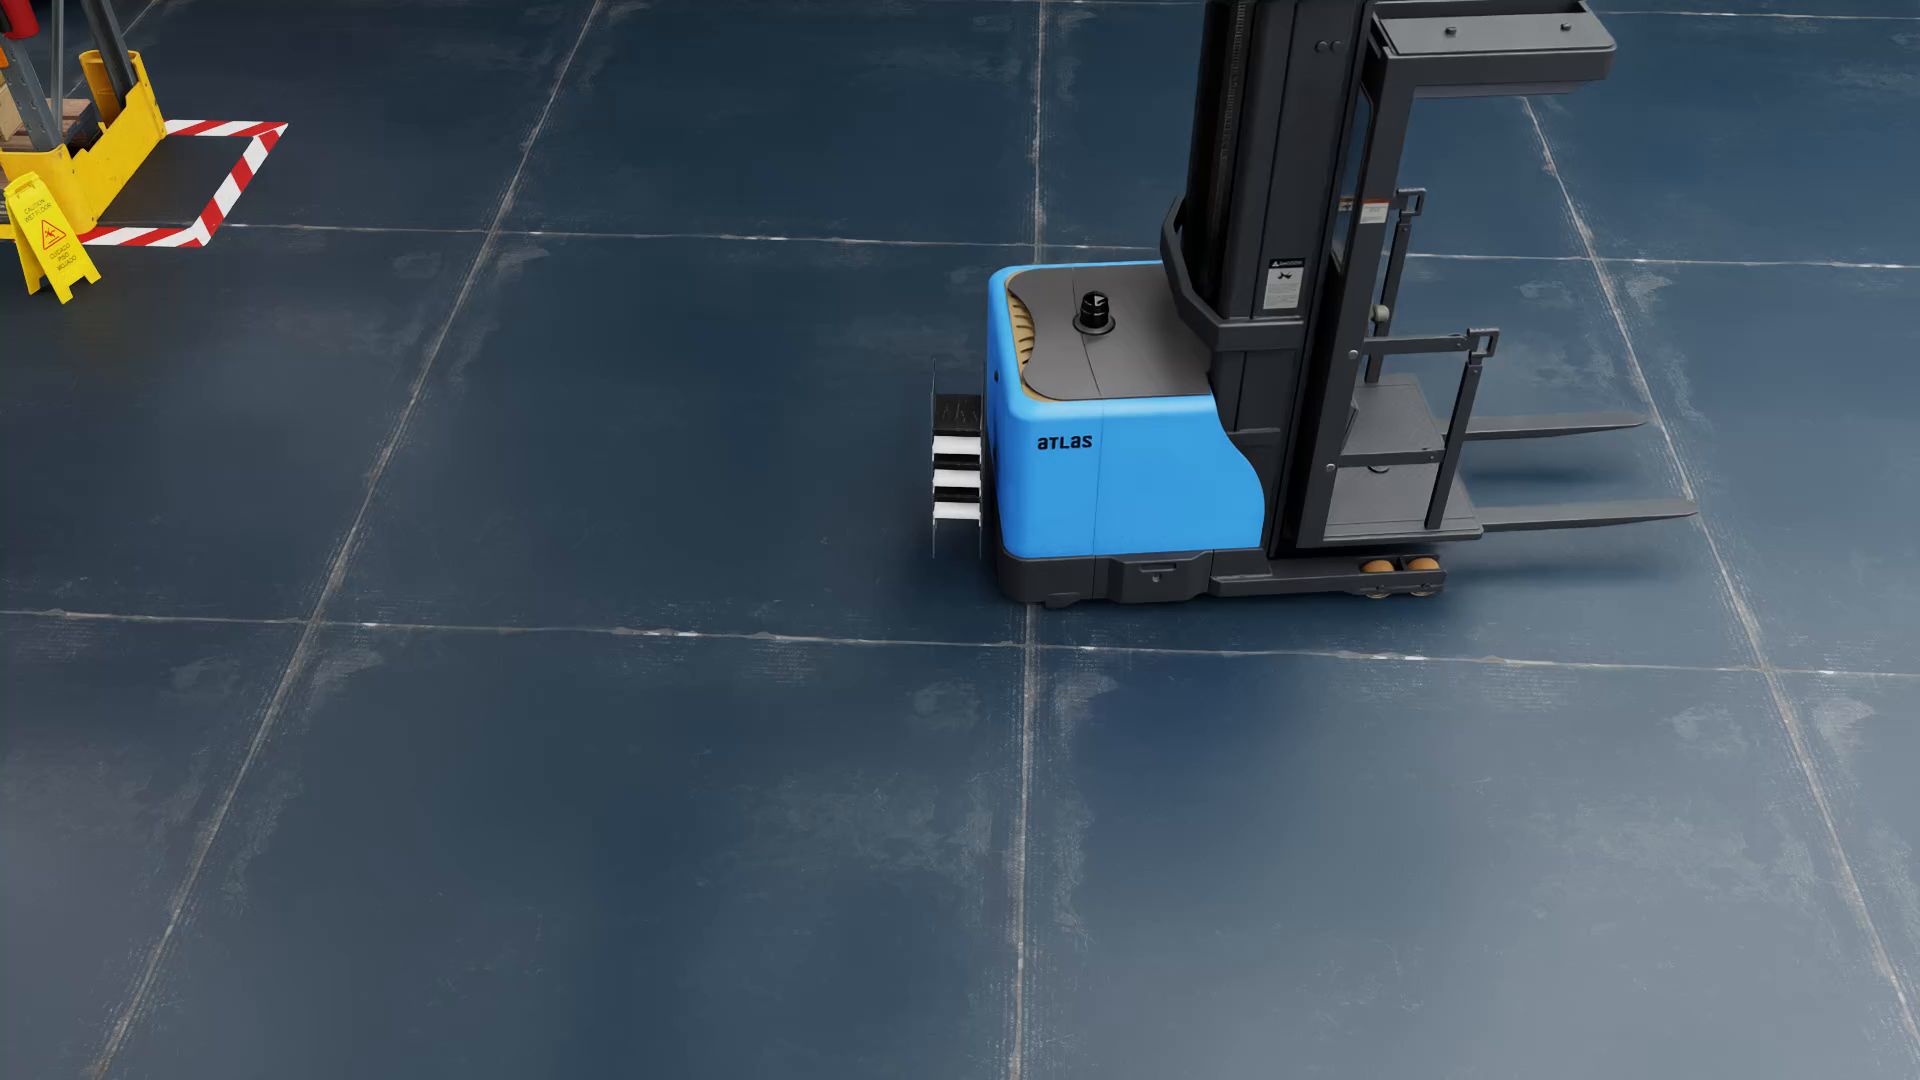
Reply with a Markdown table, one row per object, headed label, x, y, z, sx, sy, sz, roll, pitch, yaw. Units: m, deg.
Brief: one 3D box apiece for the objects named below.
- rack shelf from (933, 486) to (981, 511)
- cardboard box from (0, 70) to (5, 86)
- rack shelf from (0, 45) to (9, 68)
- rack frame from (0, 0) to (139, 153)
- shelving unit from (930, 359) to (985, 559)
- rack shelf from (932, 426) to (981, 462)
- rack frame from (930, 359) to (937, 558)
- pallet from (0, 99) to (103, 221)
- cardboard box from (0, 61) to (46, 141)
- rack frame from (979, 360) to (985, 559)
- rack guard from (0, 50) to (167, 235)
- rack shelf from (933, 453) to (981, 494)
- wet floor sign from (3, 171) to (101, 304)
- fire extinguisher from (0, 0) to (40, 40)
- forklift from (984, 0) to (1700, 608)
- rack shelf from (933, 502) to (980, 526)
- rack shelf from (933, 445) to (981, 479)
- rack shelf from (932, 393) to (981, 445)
| label | x | y | z | sx | sy | sz | roll | pitch | yaw |
| --- | --- | --- | --- | --- | --- | --- | --- | --- | --- |
| rack shelf | -0.008 | -0.239 | 7.113 | 0.200 | 0.077 | 0.258 | 2 | 43 | 2 |
| cardboard box | -5.679 | -2.807 | 9.307 | 0.500 | 0.500 | 0.500 | 0 | 43 | 0 |
| rack shelf | -6.859 | -2.970 | 8.851 | 4.000 | 0.370 | 1.077 | 2 | 43 | 2 |
| rack frame | -4.861 | -3.172 | 8.540 | 0.127 | 3.000 | 1.000 | 2 | 43 | 2 |
| shelving unit | -0.008 | -0.330 | 7.029 | 0.210 | 0.900 | 0.258 | 2 | 43 | 2 |
| rack shelf | -0.008 | -0.437 | 6.929 | 0.200 | 0.077 | 0.258 | 2 | 43 | 2 |
| rack frame | -0.110 | -0.333 | 7.032 | 0.006 | 0.900 | 0.240 | 2 | 43 | 2 |
| pallet | -5.747 | -2.203 | 9.545 | 1.213 | 0.211 | 1.003 | 2 | 43 | 2 |
| cardboard box | -5.655 | -2.533 | 9.563 | 0.500 | 0.250 | 0.500 | 1 | 43 | 2 |
| rack frame | 0.093 | -0.326 | 7.026 | 0.006 | 0.900 | 0.240 | 2 | 43 | 2 |
| rack guard | -4.937 | -2.260 | 9.394 | 0.348 | 0.500 | 1.175 | 2 | 43 | 2 |
| rack shelf | -0.008 | -0.305 | 7.052 | 0.200 | 0.077 | 0.258 | 2 | 43 | 2 |
| wet floor sign | -4.720 | -1.576 | 8.554 | 0.232 | 0.644 | 0.267 | 16 | 45 | 16 |
| fire extinguisher | -4.768 | -2.826 | 8.225 | 0.183 | 0.674 | 0.296 | 2 | 43 | 2 |
| forklift | 1.648 | -1.185 | 6.457 | 3.031 | 2.935 | 1.130 | -3 | 43 | -3 |
| rack shelf | -0.008 | -0.173 | 7.174 | 0.200 | 0.077 | 0.258 | 2 | 43 | 2 |
| rack shelf | -0.008 | -0.371 | 6.990 | 0.200 | 0.077 | 0.258 | 2 | 43 | 2 |
| rack shelf | -0.008 | -0.503 | 6.868 | 0.200 | 0.077 | 0.258 | 2 | 43 | 2 |
